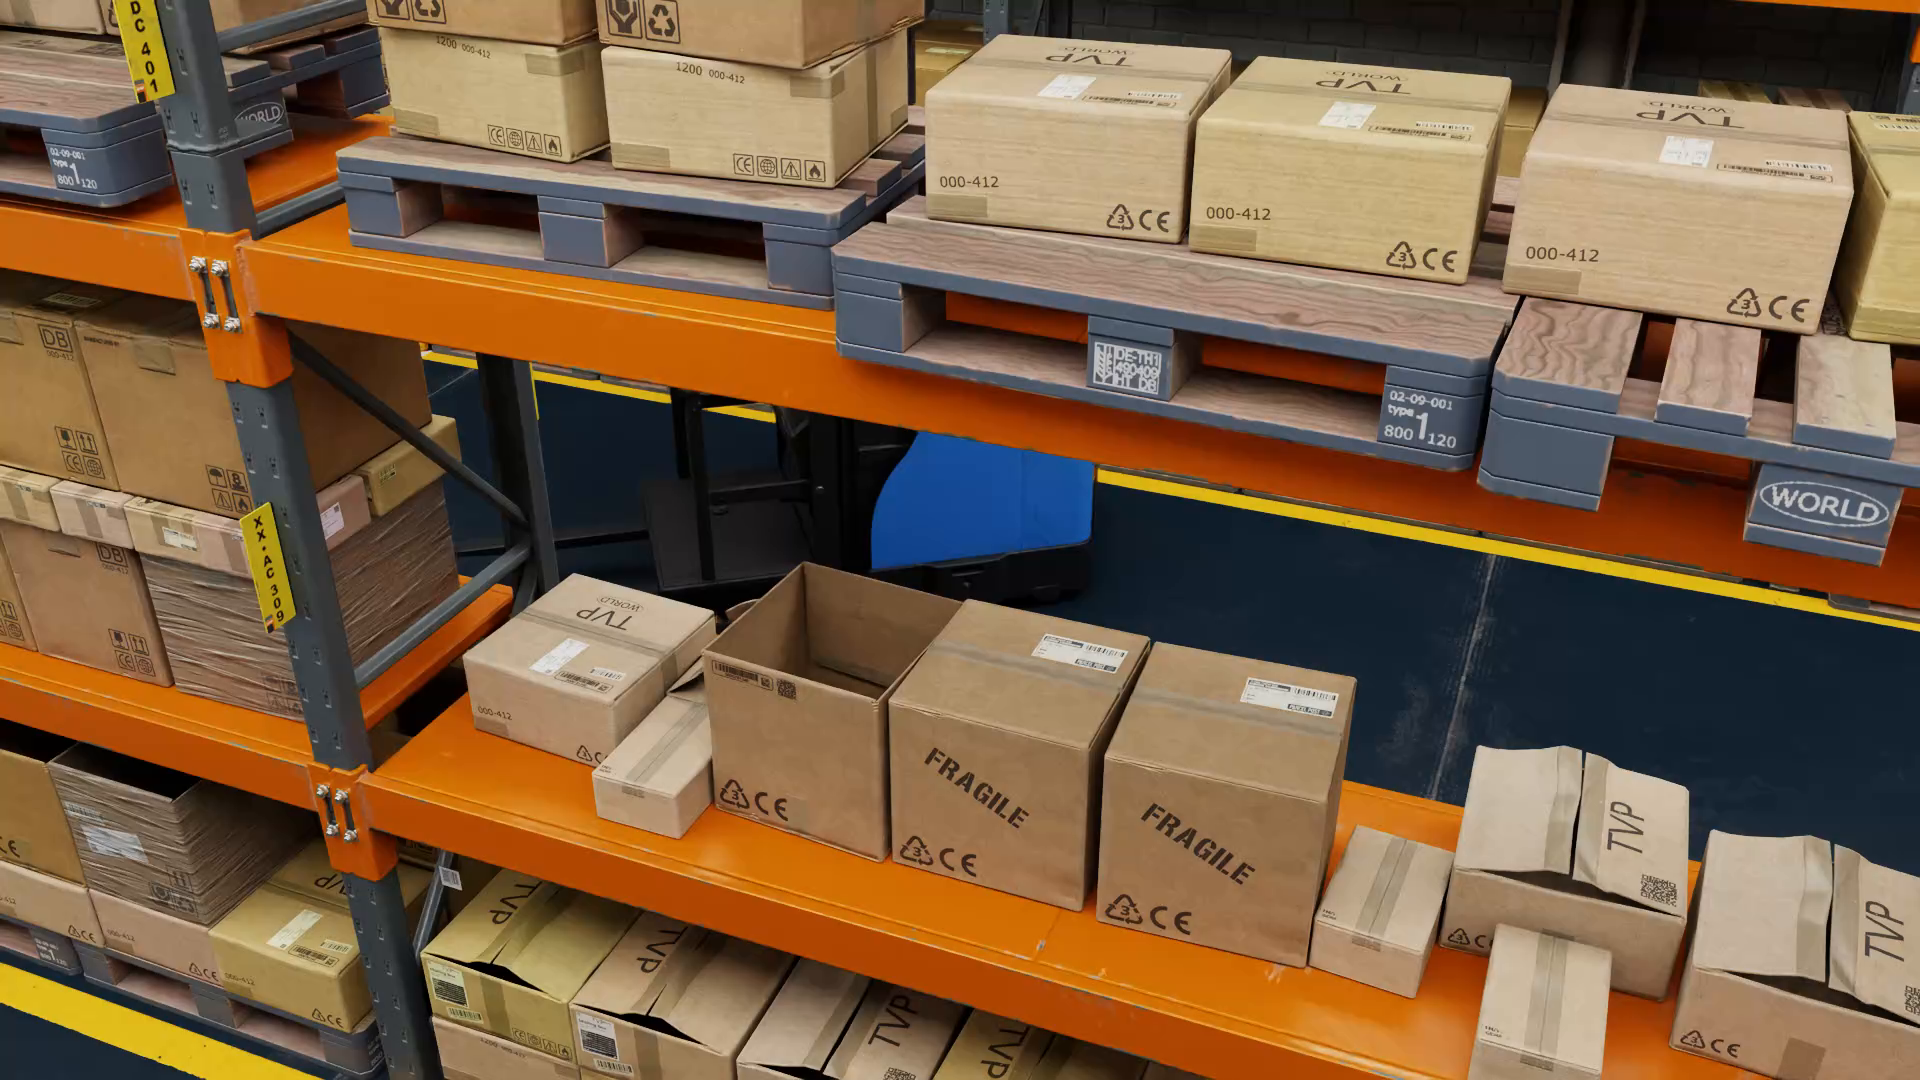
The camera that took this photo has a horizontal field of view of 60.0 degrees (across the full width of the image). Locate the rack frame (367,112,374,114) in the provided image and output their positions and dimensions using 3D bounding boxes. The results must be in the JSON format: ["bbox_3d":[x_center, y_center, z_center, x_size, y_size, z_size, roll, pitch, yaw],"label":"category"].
[{"bbox_3d":[-3.352,-2.770,10.102,0.127,3.000,1.000,11,31,19],"label":"rack frame"}]

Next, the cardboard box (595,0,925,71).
[{"bbox_3d":[-0.411,-1.294,3.405,0.500,0.500,0.500,14,33,24],"label":"cardboard box"}]

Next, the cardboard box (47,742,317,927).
[{"bbox_3d":[-2.475,0.833,5.333,0.500,0.500,0.500,11,31,19],"label":"cardboard box"}]

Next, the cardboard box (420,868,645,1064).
[{"bbox_3d":[-1.215,1.189,4.895,0.500,0.311,0.500,11,31,19],"label":"cardboard box"}]

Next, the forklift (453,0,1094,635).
[{"bbox_3d":[-0.957,-1.063,7.151,3.031,2.935,1.130,-7,30,-12],"label":"forklift"}]

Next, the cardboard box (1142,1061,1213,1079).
[{"bbox_3d":[0.674,1.567,4.227,0.500,0.311,0.500,11,31,19],"label":"cardboard box"}]

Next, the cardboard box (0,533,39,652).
[{"bbox_3d":[-2.872,-0.083,5.246,0.500,0.500,0.700,12,32,20],"label":"cardboard box"}]

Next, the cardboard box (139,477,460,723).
[{"bbox_3d":[-1.918,0.107,4.911,0.500,0.500,0.700,10,31,18],"label":"cardboard box"}]

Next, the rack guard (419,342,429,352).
[{"bbox_3d":[-3.281,-1.668,10.693,0.348,0.500,1.175,11,31,19],"label":"rack guard"}]

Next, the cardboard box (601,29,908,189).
[{"bbox_3d":[-0.427,-0.975,3.604,0.500,0.250,0.500,8,31,14],"label":"cardboard box"}]

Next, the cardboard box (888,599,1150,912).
[{"bbox_3d":[0.154,0.525,4.170,0.500,0.500,0.500,11,31,19],"label":"cardboard box"}]

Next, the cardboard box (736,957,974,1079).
[{"bbox_3d":[-0.273,1.380,4.558,0.500,0.311,0.500,10,31,17],"label":"cardboard box"}]

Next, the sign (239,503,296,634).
[{"bbox_3d":[-1.711,0.071,4.115,0.005,0.325,0.100,11,31,19],"label":"sign"}]

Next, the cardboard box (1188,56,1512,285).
[{"bbox_3d":[0.742,-0.712,3.138,0.500,0.250,0.500,11,31,18],"label":"cardboard box"}]

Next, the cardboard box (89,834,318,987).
[{"bbox_3d":[-2.476,1.160,5.516,0.500,0.250,0.500,11,31,19],"label":"cardboard box"}]

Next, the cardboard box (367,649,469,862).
[{"bbox_3d":[-1.816,0.689,5.589,0.500,0.500,0.500,11,31,19],"label":"cardboard box"}]

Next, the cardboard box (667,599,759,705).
[{"bbox_3d":[-0.620,0.367,4.689,0.258,0.266,0.396,11,31,18],"label":"cardboard box"}]

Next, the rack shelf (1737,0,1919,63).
[{"bbox_3d":[2.208,-2.653,7.577,4.000,0.370,1.077,11,31,19],"label":"rack shelf"}]

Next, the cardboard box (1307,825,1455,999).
[{"bbox_3d":[0.999,0.869,3.920,0.250,0.149,0.380,14,32,23],"label":"cardboard box"}]

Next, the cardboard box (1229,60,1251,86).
[{"bbox_3d":[1.329,-2.049,8.277,0.500,0.500,0.700,15,33,24],"label":"cardboard box"}]

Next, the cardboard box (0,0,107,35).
[{"bbox_3d":[-2.372,-1.595,4.496,0.500,0.311,0.500,10,31,16],"label":"cardboard box"}]

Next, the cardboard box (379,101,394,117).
[{"bbox_3d":[-3.019,-2.478,9.718,0.500,0.250,0.500,10,31,18],"label":"cardboard box"}]

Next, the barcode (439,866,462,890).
[{"bbox_3d":[-1.424,0.945,4.647,0.075,0.075,0.001,11,31,19],"label":"barcode"}]

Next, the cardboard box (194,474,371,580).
[{"bbox_3d":[-1.837,-0.049,4.528,0.250,0.149,0.380,11,31,19],"label":"cardboard box"}]

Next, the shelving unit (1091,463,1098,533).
[{"bbox_3d":[0.554,-0.605,8.100,0.189,1.200,0.258,-7,30,-12],"label":"shelving unit"}]

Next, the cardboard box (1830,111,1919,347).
[{"bbox_3d":[1.761,-0.512,2.785,0.500,0.250,0.500,9,31,15],"label":"cardboard box"}]

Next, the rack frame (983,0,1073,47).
[{"bbox_3d":[0.355,-2.030,8.793,0.127,3.000,1.000,11,31,19],"label":"rack frame"}]

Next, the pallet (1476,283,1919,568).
[{"bbox_3d":[1.540,-0.339,2.945,1.003,0.211,1.213,13,32,21],"label":"pallet"}]

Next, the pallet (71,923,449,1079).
[{"bbox_3d":[-2.225,1.277,5.776,1.213,0.211,1.003,11,31,19],"label":"pallet"}]

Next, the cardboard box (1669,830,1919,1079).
[{"bbox_3d":[1.882,0.921,3.663,0.500,0.311,0.500,13,32,22],"label":"cardboard box"}]

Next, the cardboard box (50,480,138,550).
[{"bbox_3d":[-2.309,-0.143,4.694,0.250,0.149,0.380,10,31,18],"label":"cardboard box"}]

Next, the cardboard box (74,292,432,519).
[{"bbox_3d":[-1.918,-0.458,4.592,0.500,0.500,0.700,11,31,19],"label":"cardboard box"}]

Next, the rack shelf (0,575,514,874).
[{"bbox_3d":[-3.357,0.173,5.627,4.000,0.370,1.077,11,31,19],"label":"rack shelf"}]

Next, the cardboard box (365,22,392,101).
[{"bbox_3d":[-3.022,-2.815,9.551,0.500,0.500,0.500,11,31,19],"label":"cardboard box"}]

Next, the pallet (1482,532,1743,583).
[{"bbox_3d":[3.338,-0.221,8.427,1.213,0.211,1.003,11,31,19],"label":"pallet"}]

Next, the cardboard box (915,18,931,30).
[{"bbox_3d":[-0.480,-2.579,9.135,0.500,0.500,0.500,11,31,19],"label":"cardboard box"}]

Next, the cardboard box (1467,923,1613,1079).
[{"bbox_3d":[1.265,1.038,3.620,0.250,0.149,0.380,11,31,19],"label":"cardboard box"}]

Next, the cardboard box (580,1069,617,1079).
[{"bbox_3d":[-0.750,1.526,4.869,0.500,0.250,0.500,12,32,20],"label":"cardboard box"}]

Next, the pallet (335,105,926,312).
[{"bbox_3d":[-0.682,-0.836,3.827,1.217,0.209,0.805,10,31,17],"label":"pallet"}]

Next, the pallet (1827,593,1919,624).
[{"bbox_3d":[4.764,0.104,7.851,1.213,0.211,1.003,11,31,19],"label":"pallet"}]

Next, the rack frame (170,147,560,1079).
[{"bbox_3d":[-1.504,0.229,4.796,0.127,3.000,1.000,11,31,19],"label":"rack frame"}]

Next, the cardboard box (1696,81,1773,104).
[{"bbox_3d":[3.427,-1.910,7.373,0.250,0.149,0.380,6,30,11],"label":"cardboard box"}]

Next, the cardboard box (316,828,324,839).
[{"bbox_3d":[-2.281,0.925,5.933,0.500,0.250,0.500,11,31,19],"label":"cardboard box"}]

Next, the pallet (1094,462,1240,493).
[{"bbox_3d":[1.077,-0.673,9.226,1.213,0.211,1.003,11,31,19],"label":"pallet"}]
